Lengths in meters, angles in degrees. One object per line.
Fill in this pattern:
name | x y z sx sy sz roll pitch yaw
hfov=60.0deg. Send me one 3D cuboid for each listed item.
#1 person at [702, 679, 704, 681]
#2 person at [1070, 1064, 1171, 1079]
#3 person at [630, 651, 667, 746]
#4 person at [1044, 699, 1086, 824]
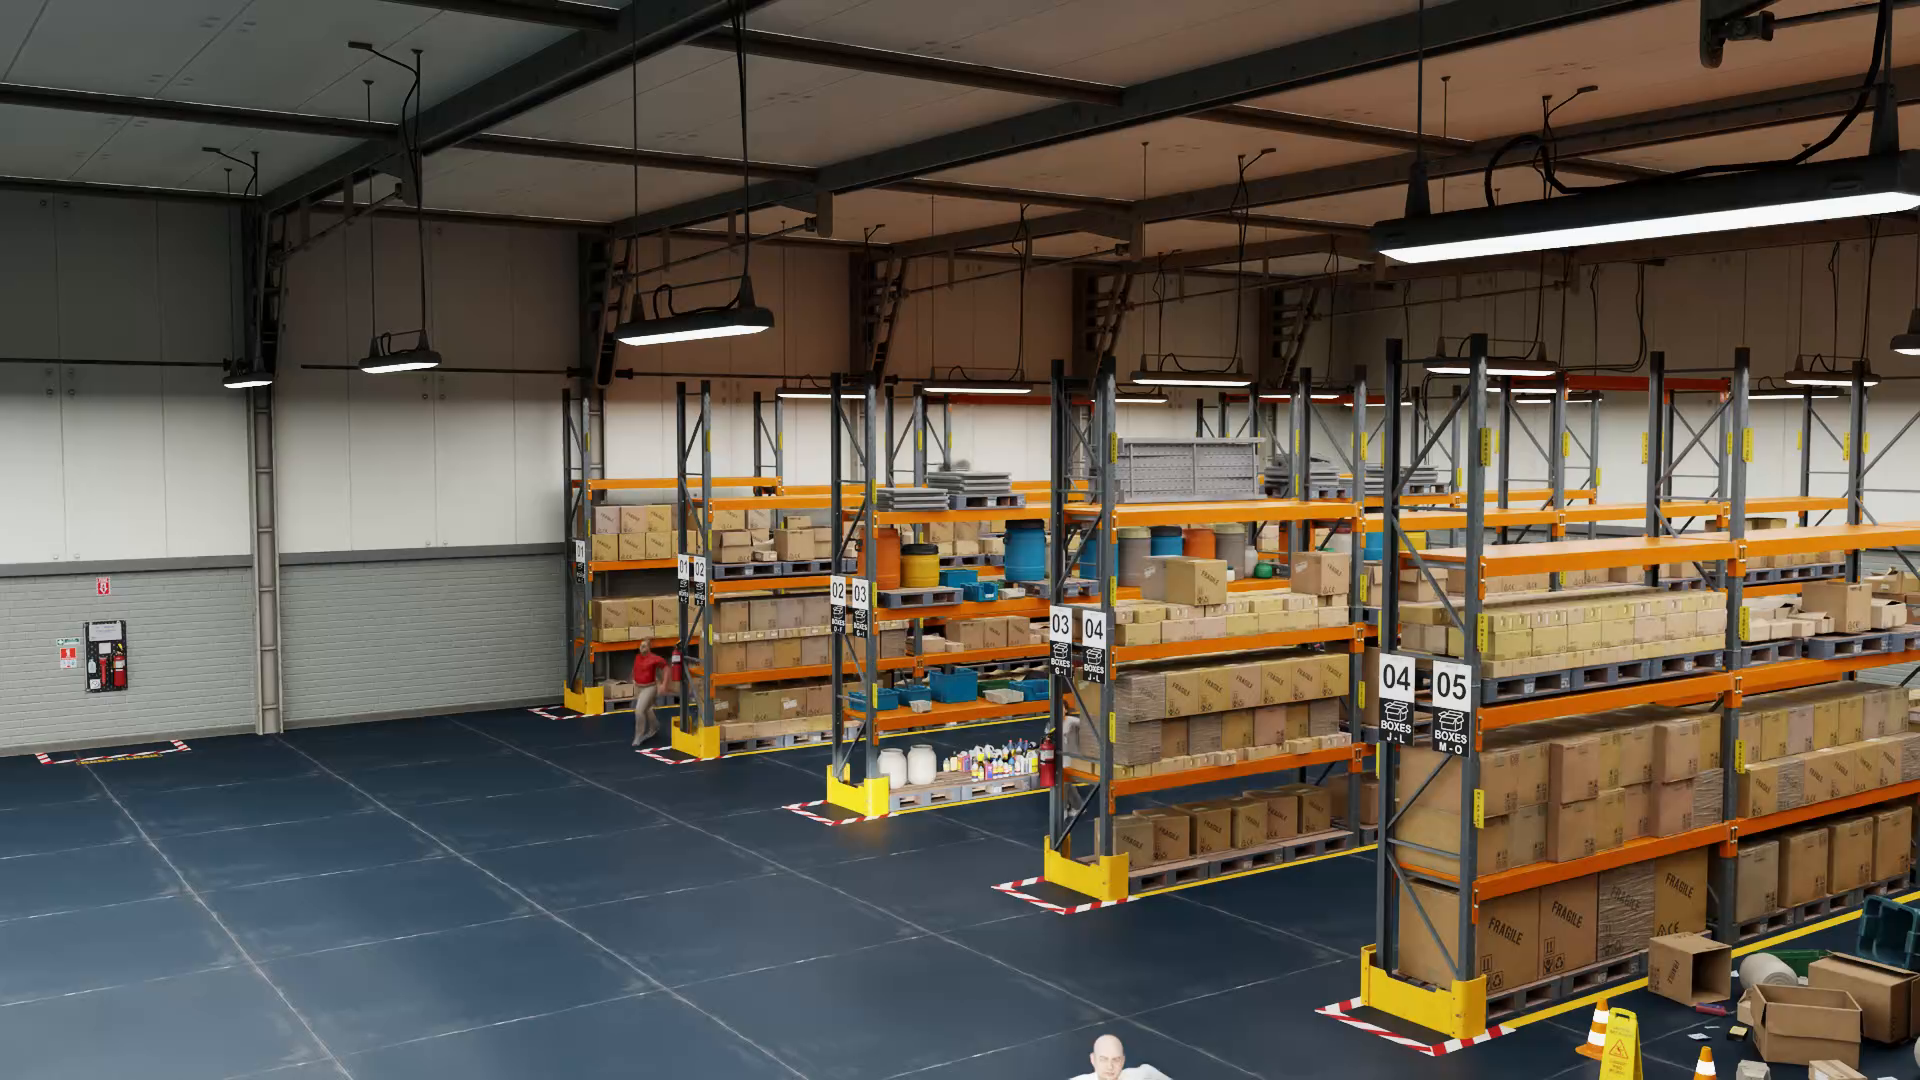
person | -4.245 2.003 28.814 0.459 0.887 0.667 -2 4 -34
person | 0.887 3.762 9.556 0.752 1.579 0.771 0 4 4
person | -5.264 2.646 27.723 0.667 1.608 0.632 3 5 40
person | 1.415 2.918 22.021 0.590 1.647 0.797 3 4 35
